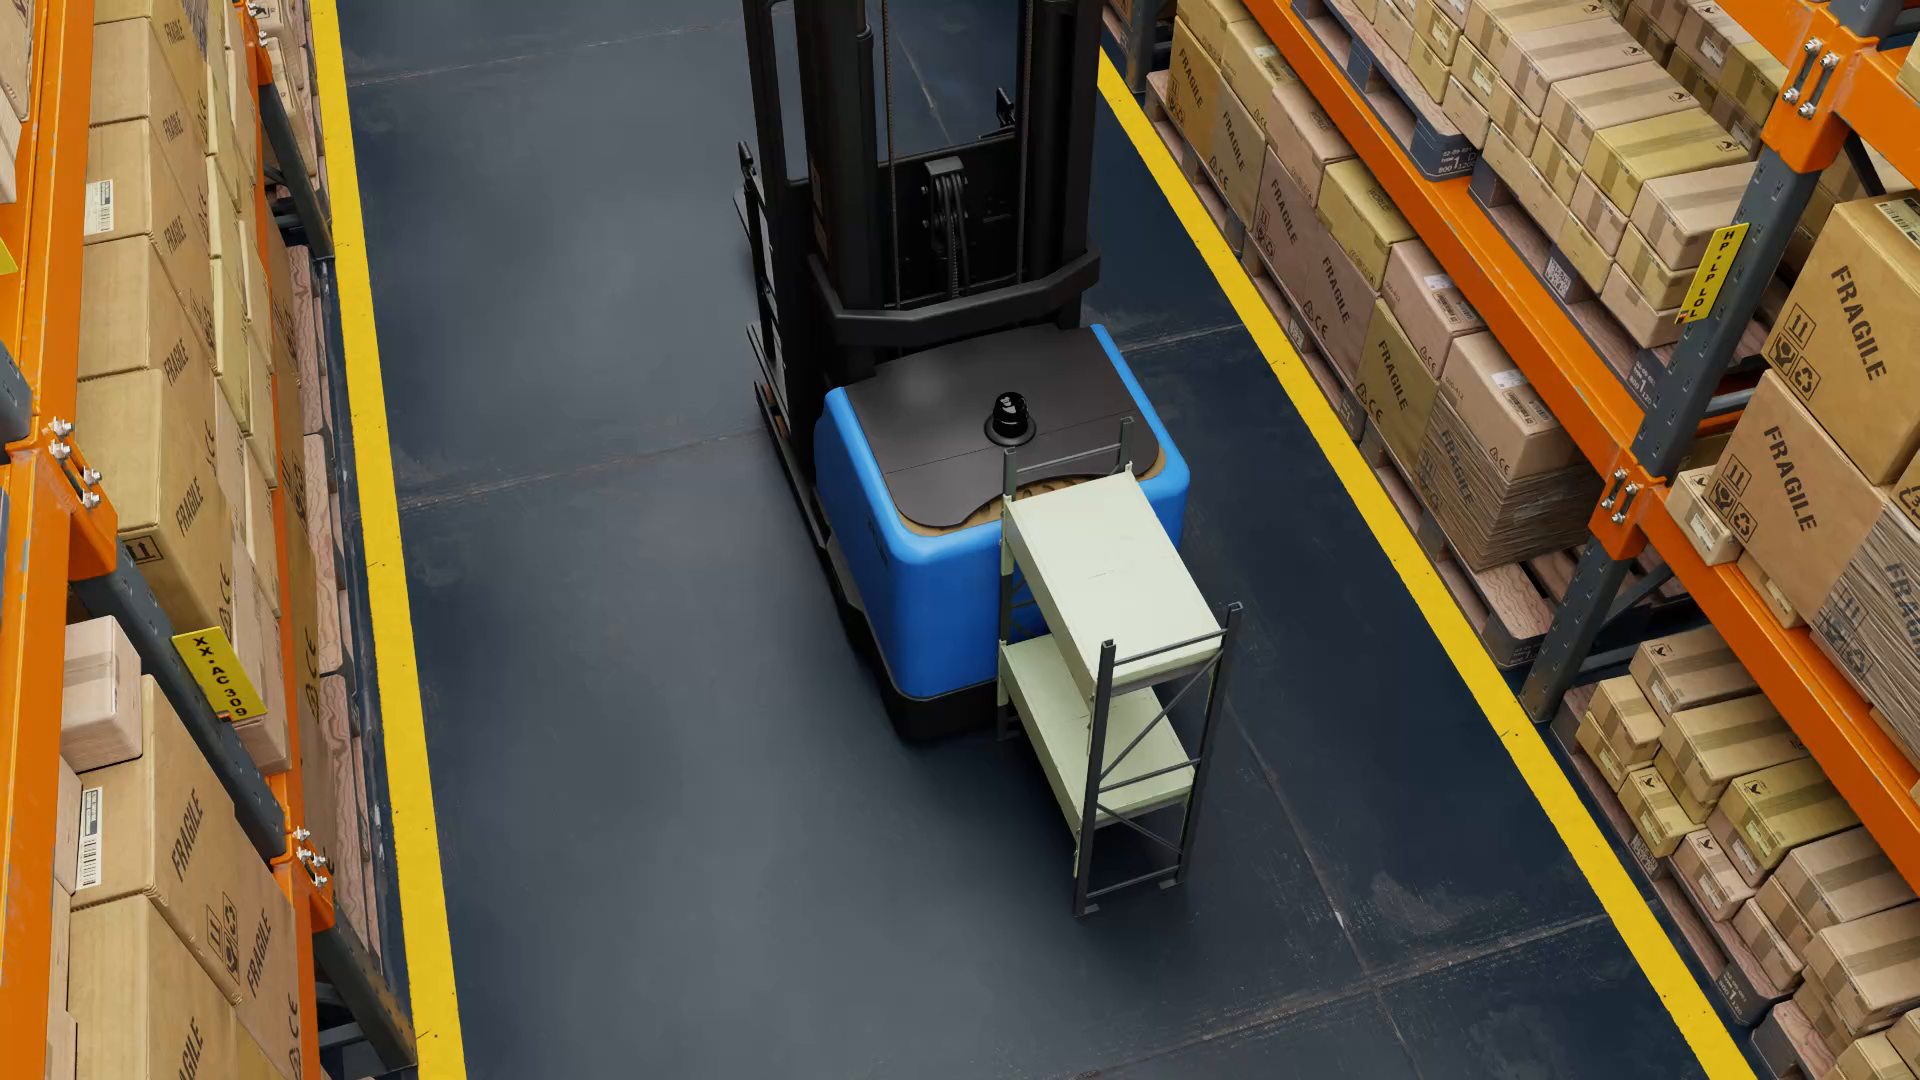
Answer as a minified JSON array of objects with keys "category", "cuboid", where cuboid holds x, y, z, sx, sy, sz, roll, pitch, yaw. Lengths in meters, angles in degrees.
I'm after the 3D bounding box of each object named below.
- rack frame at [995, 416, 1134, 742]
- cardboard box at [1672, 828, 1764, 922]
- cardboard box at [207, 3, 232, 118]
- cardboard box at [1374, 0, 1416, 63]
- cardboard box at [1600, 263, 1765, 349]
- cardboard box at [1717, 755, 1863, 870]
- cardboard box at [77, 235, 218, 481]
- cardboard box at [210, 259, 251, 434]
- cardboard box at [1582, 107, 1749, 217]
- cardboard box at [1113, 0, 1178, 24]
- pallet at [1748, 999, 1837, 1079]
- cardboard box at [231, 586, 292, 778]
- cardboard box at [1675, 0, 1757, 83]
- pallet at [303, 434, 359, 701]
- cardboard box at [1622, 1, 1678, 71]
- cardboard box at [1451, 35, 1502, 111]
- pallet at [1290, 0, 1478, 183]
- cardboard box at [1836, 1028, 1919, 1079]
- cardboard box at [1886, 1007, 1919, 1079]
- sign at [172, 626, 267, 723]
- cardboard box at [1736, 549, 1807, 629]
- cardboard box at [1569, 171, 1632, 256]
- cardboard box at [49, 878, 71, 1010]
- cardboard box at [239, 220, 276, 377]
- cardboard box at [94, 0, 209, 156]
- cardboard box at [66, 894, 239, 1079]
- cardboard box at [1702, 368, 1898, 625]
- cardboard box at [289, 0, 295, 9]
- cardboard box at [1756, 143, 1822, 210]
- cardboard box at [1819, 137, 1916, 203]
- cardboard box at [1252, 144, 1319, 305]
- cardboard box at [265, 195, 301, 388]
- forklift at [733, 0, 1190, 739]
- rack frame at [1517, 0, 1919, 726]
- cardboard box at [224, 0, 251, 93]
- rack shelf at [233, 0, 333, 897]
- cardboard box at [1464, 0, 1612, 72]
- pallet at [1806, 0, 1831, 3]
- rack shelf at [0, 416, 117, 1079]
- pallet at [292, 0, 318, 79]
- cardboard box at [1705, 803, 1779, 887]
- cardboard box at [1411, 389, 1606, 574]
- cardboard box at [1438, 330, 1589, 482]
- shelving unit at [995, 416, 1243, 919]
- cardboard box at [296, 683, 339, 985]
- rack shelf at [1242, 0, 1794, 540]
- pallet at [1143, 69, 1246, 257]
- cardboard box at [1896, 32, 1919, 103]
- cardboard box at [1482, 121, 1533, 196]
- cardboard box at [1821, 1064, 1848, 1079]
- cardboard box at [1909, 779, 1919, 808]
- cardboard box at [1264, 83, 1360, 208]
[{"category":"rack frame","cuboid":[0.318,0.179,5.408,0.400,1.500,0.023,-15,52,-12]},{"category":"cardboard box","cuboid":[2.525,1.028,5.301,0.380,0.149,0.250,-14,51,-11]},{"category":"cardboard box","cuboid":[-2.818,-1.630,5.723,0.500,0.250,0.500,-14,51,-12]},{"category":"cardboard box","cuboid":[1.749,-1.904,6.072,0.380,0.149,0.250,-15,51,-12]},{"category":"cardboard box","cuboid":[2.216,-0.758,5.106,0.380,0.149,0.250,-14,51,-12]},{"category":"cardboard box","cuboid":[2.573,0.820,5.087,0.380,0.149,0.250,-14,51,-11]},{"category":"cardboard box","cuboid":[-2.208,-0.372,4.172,0.500,0.500,0.500,-14,51,-11]},{"category":"cardboard box","cuboid":[-2.342,-0.512,4.781,0.500,0.250,0.500,-13,51,-11]},{"category":"cardboard box","cuboid":[2.137,-1.150,5.048,0.380,0.149,0.250,-15,51,-12]},{"category":"cardboard box","cuboid":[1.246,-3.255,8.519,1.050,0.750,0.750,-14,51,-11]},{"category":"pallet","cuboid":[3.120,1.816,4.871,1.003,0.211,1.213,-13,51,-11]},{"category":"cardboard box","cuboid":[-2.054,0.402,4.337,0.500,0.250,0.500,-14,51,-12]},{"category":"cardboard box","cuboid":[2.613,-1.669,5.485,0.380,0.149,0.250,-14,51,-11]},{"category":"pallet","cuboid":[-2.841,0.194,6.238,1.003,0.211,1.213,-13,51,-11]},{"category":"cardboard box","cuboid":[2.531,-1.764,5.760,0.380,0.149,0.250,-11,51,-10]},{"category":"cardboard box","cuboid":[1.906,-1.618,5.637,0.380,0.149,0.250,-16,52,-13]},{"category":"pallet","cuboid":[1.964,-1.881,6.289,1.003,0.211,1.213,-13,51,-11]},{"category":"cardboard box","cuboid":[2.741,1.503,4.706,0.380,0.149,0.250,-14,51,-11]},{"category":"cardboard box","cuboid":[2.829,1.390,4.607,0.380,0.149,0.250,-15,52,-12]},{"category":"sign","cuboid":[-1.646,0.303,3.704,0.100,0.325,0.005,-13,51,-11]},{"category":"cardboard box","cuboid":[2.441,0.075,4.679,0.380,0.149,0.250,-12,51,-10]},{"category":"cardboard box","cuboid":[2.137,-1.047,5.155,0.380,0.149,0.250,-13,51,-11]},{"category":"cardboard box","cuboid":[-1.742,0.725,2.823,0.380,0.149,0.250,-13,51,-11]},{"category":"cardboard box","cuboid":[-2.484,-0.721,5.284,0.500,0.250,0.500,-14,51,-12]},{"category":"cardboard box","cuboid":[-2.656,-1.486,5.111,0.500,0.500,0.500,-13,51,-11]},{"category":"cardboard box","cuboid":[-1.630,1.035,2.986,0.500,0.500,0.500,-14,51,-12]},{"category":"cardboard box","cuboid":[2.429,-0.168,4.459,0.500,0.500,0.500,-14,51,-12]},{"category":"cardboard box","cuboid":[-3.961,-2.982,8.536,0.950,0.372,0.625,-12,51,-10]},{"category":"cardboard box","cuboid":[2.767,-1.189,5.275,0.380,0.149,0.250,-14,51,-12]},{"category":"cardboard box","cuboid":[2.846,-1.096,5.002,0.380,0.149,0.250,-11,51,-9]},{"category":"cardboard box","cuboid":[1.614,-1.395,7.114,0.500,0.500,0.500,-14,51,-12]},{"category":"cardboard box","cuboid":[-3.234,-1.114,6.632,0.875,0.875,0.875,-14,51,-11]},{"category":"forklift","cuboid":[-0.210,-1.398,5.801,1.130,2.935,3.031,-15,52,-12]},{"category":"rack frame","cuboid":[2.523,-0.458,4.964,1.000,3.000,0.127,-13,51,-11]},{"category":"cardboard box","cuboid":[-2.961,-1.828,6.217,0.500,0.250,0.500,-15,51,-12]},{"category":"rack shelf","cuboid":[-2.767,-0.494,5.465,1.077,0.370,4.000,-13,51,-11]},{"category":"cardboard box","cuboid":[1.916,-1.711,5.521,0.380,0.149,0.250,-15,51,-12]},{"category":"pallet","cuboid":[2.442,-1.840,4.290,1.213,0.211,1.003,-13,51,-11]},{"category":"rack shelf","cuboid":[-1.585,1.460,1.855,1.077,0.370,4.000,-13,51,-11]},{"category":"pallet","cuboid":[-3.946,-2.749,8.719,1.003,0.211,1.213,-13,51,-11]},{"category":"cardboard box","cuboid":[2.591,0.901,5.214,0.380,0.149,0.250,-14,51,-11]},{"category":"cardboard box","cuboid":[2.063,-0.272,6.167,0.500,0.500,0.500,-14,51,-12]},{"category":"cardboard box","cuboid":[2.061,-0.517,5.883,0.500,0.250,0.500,-15,51,-12]},{"category":"shelving unit","cuboid":[0.440,0.443,5.186,0.431,1.500,0.755,-15,52,-12]},{"category":"cardboard box","cuboid":[-2.436,0.849,4.977,0.875,0.875,0.875,-12,51,-10]},{"category":"rack shelf","cuboid":[1.931,-1.687,6.471,1.077,0.370,4.000,-13,51,-11]},{"category":"pallet","cuboid":[1.570,-1.910,8.012,1.003,0.211,1.213,-13,51,-11]},{"category":"cardboard box","cuboid":[2.408,-0.979,3.539,0.500,0.250,0.500,-11,51,-9]},{"category":"cardboard box","cuboid":[1.993,-1.313,5.575,0.380,0.149,0.250,-16,52,-13]},{"category":"cardboard box","cuboid":[2.746,1.602,4.817,0.380,0.149,0.250,-15,51,-12]},{"category":"cardboard box","cuboid":[2.657,0.657,4.188,0.380,0.149,0.250,-12,51,-10]},{"category":"cardboard box","cuboid":[1.597,-1.658,6.845,0.500,0.250,0.500,-13,51,-11]}]
